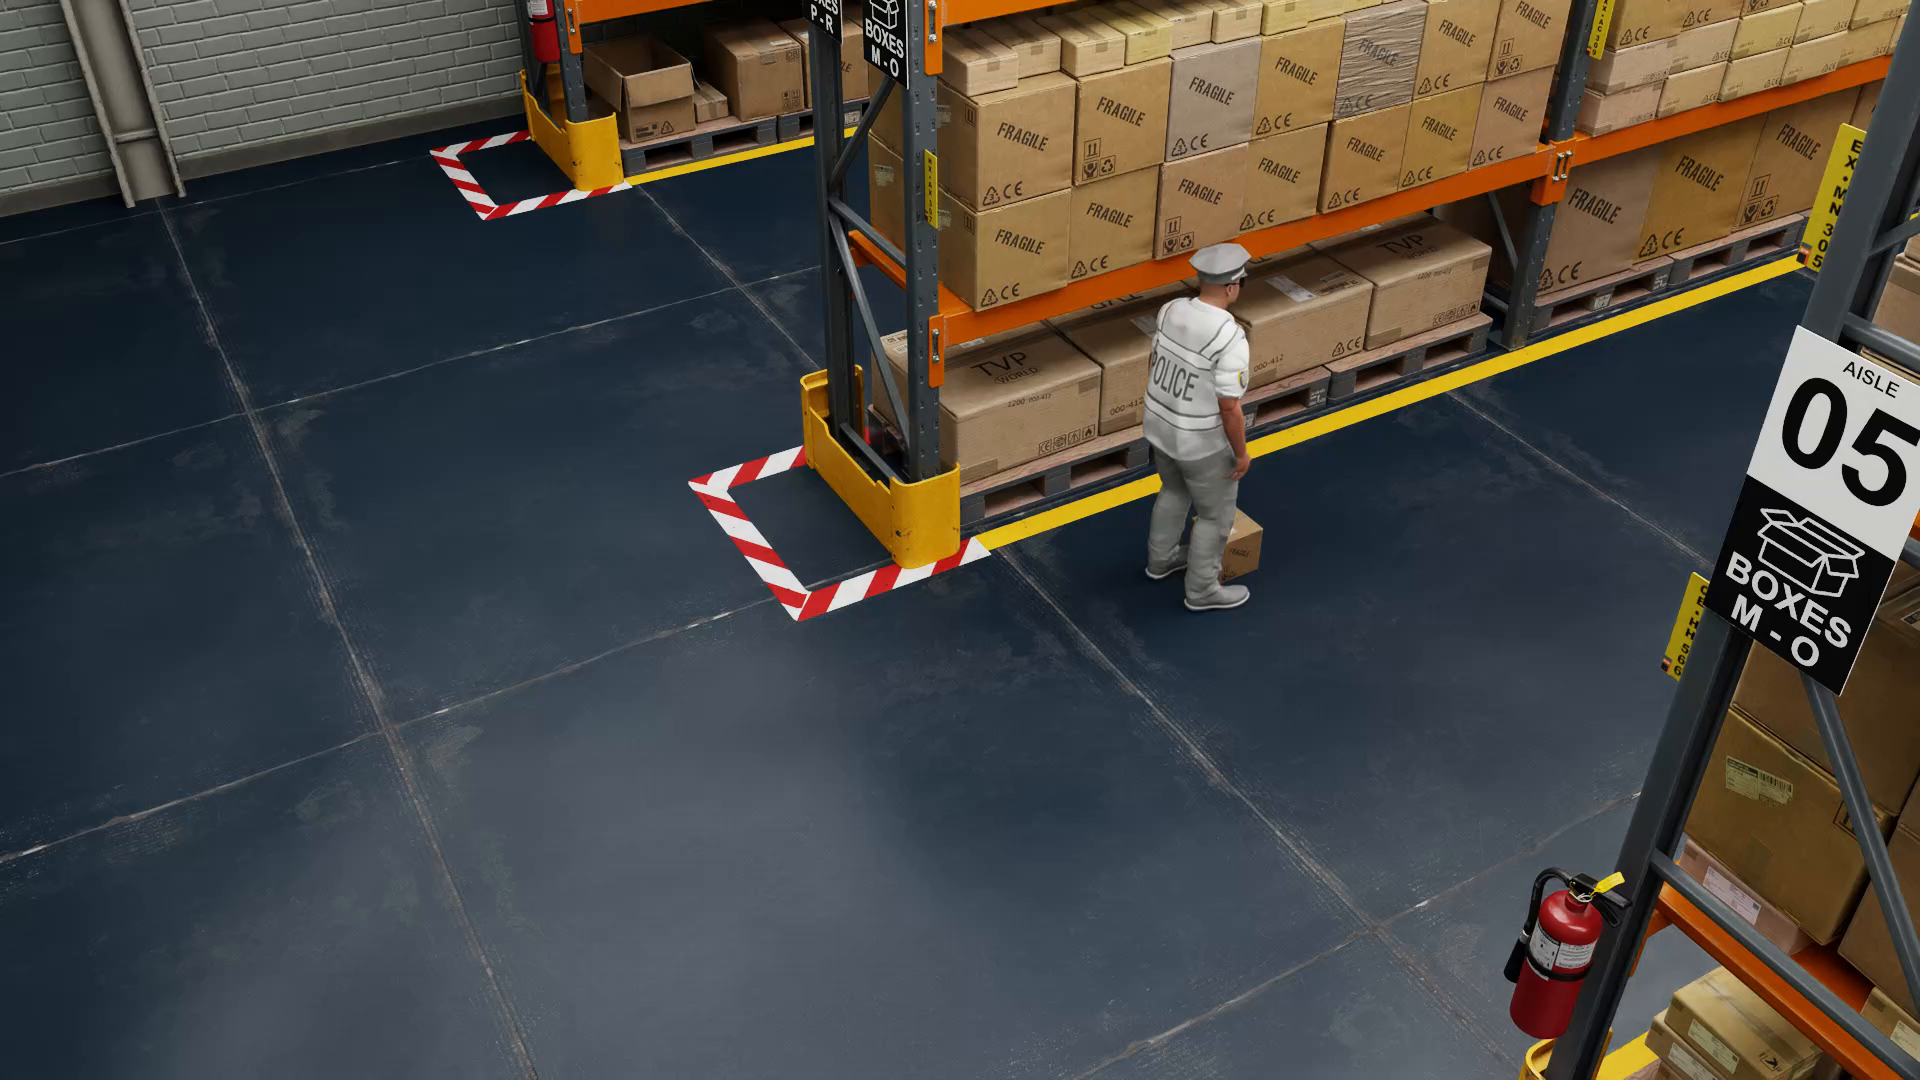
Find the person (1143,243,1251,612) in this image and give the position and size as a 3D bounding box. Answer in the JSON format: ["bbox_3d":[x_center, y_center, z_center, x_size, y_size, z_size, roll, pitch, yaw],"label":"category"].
[{"bbox_3d":[1.073,-0.490,7.584,0.433,1.746,0.608,-22,42,-26],"label":"person"}]
